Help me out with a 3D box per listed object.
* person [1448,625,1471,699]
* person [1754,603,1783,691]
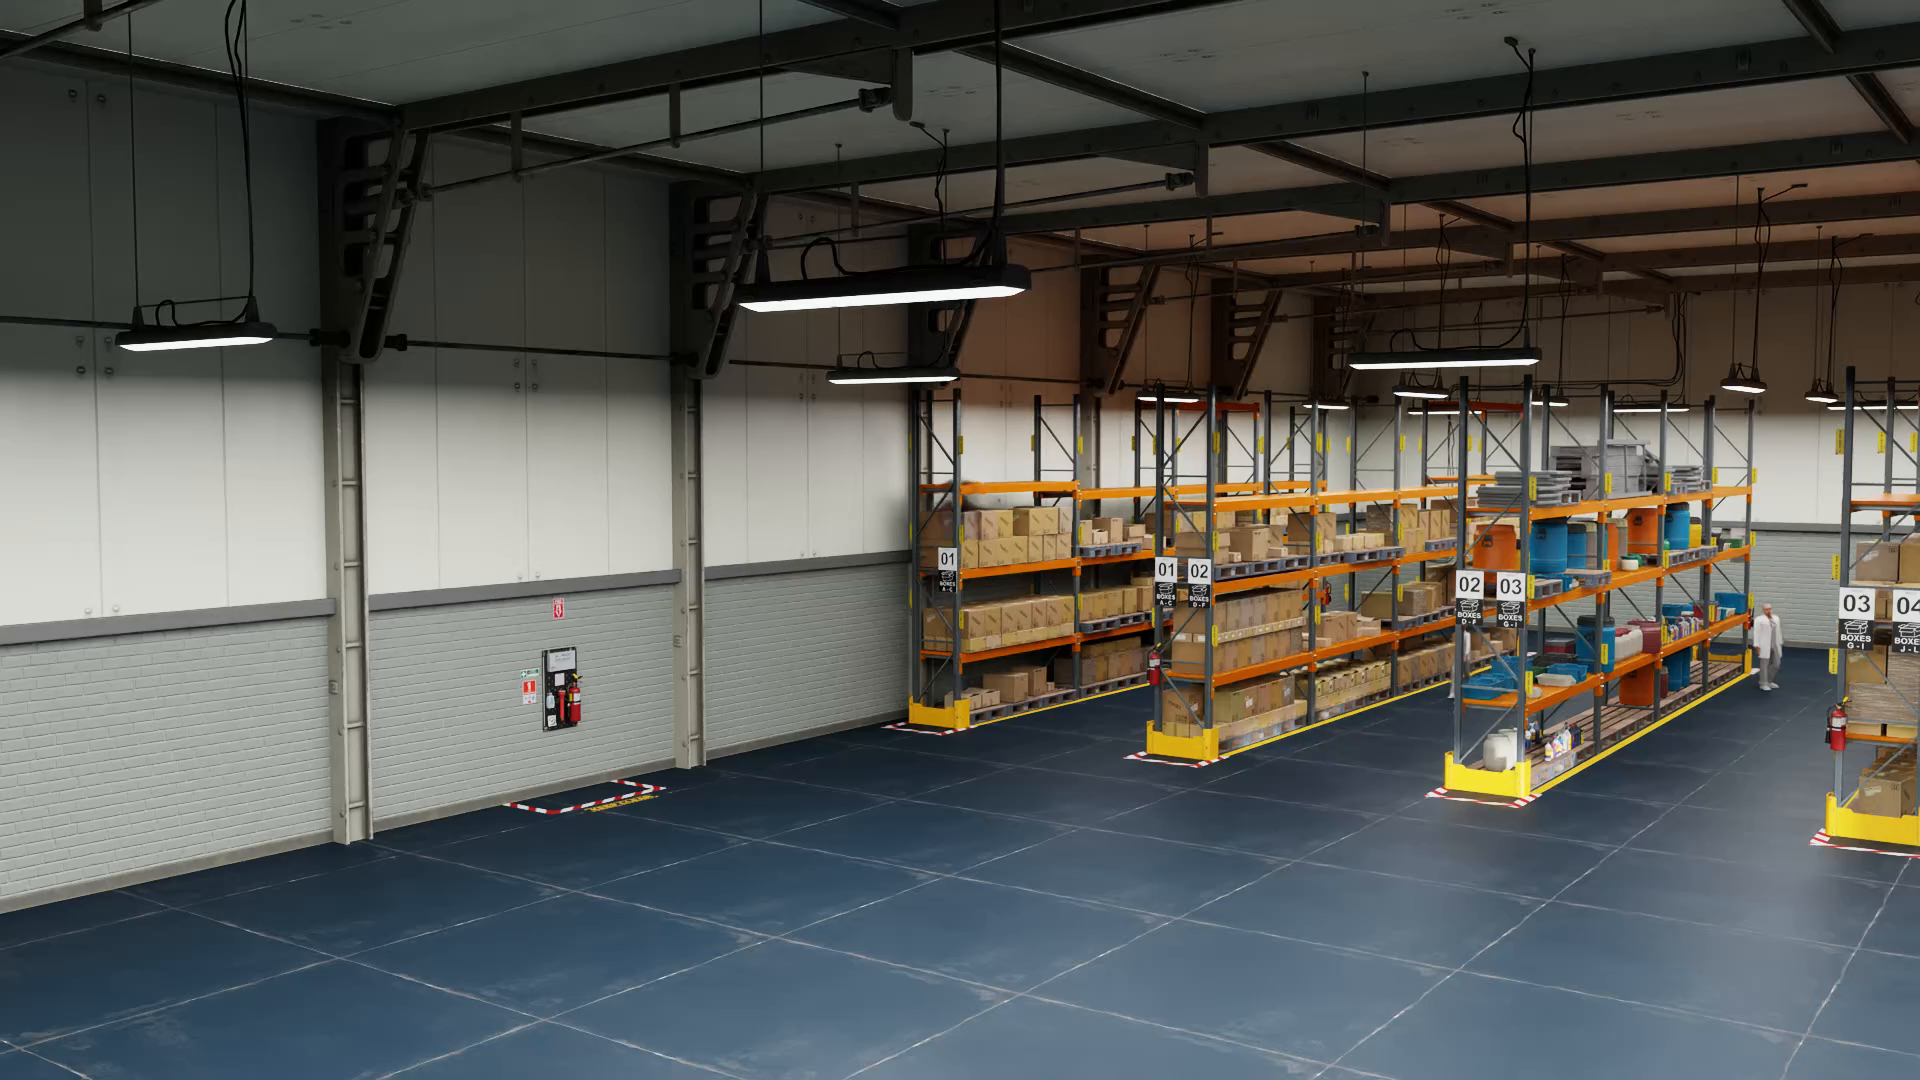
[{"bbox_3d":[9.929,2.348,32.923,0.391,1.546,0.939,2,4,33],"label":"person"},{"bbox_3d":[16.523,2.178,34.005,0.643,1.786,0.517,0,3,-4],"label":"person"}]
